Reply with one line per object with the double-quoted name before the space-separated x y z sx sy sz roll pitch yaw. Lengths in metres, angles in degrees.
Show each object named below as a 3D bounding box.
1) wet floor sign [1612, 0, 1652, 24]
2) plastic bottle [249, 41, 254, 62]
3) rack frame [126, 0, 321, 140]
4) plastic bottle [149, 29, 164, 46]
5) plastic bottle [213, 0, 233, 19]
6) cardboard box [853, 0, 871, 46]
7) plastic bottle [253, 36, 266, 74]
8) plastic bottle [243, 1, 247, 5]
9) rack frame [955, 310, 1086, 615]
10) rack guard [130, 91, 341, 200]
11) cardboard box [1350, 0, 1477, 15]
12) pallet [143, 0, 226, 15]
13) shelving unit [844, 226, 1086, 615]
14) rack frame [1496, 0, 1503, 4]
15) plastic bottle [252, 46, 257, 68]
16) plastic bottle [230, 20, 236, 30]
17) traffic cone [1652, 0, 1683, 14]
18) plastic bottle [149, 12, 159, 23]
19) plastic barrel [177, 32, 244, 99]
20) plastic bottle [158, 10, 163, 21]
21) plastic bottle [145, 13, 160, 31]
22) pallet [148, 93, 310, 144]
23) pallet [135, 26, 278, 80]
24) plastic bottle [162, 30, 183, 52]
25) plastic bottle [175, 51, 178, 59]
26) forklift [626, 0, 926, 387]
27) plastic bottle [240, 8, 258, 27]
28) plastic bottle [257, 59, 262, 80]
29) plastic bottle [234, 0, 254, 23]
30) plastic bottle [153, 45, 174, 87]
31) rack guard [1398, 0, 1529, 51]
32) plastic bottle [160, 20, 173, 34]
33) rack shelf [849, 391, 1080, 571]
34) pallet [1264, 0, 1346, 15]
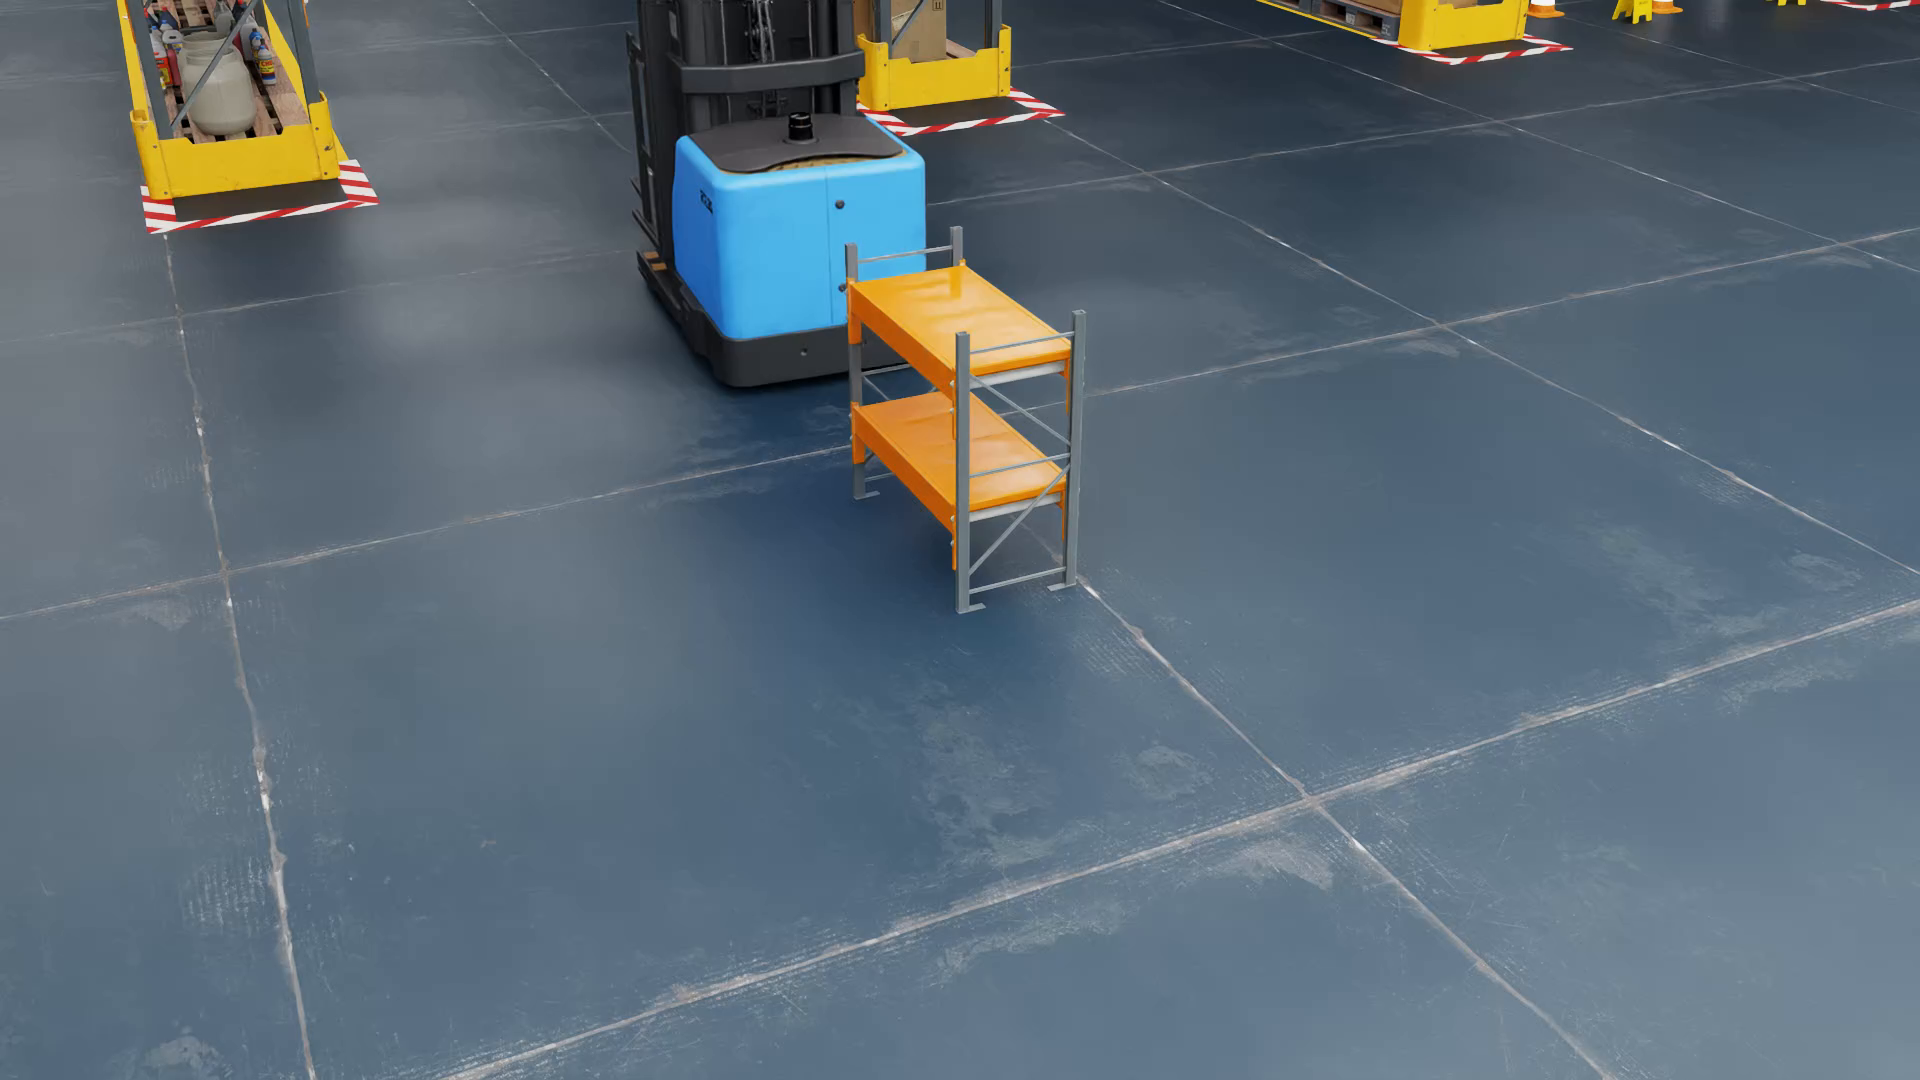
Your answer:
"wet floor sign" 6.166 -5.058 15.110 0.267 0.644 0.232 -19 35 -30
"plastic bottle" -5.449 -3.813 12.894 0.097 0.201 0.097 0 29 0
"rack frame" -4.631 -3.645 10.184 1.000 3.000 0.127 -13 32 -22
"plastic bottle" -6.033 -3.652 12.454 0.144 0.351 0.185 -12 31 -20
"plastic bottle" -5.941 -4.194 13.422 0.144 0.351 0.185 -13 32 -22
"cardboard box" -0.698 -4.314 13.503 0.500 0.500 0.500 -5 30 -9
"plastic bottle" -5.275 -3.665 12.558 0.097 0.271 0.097 0 29 0
"plastic bottle" -5.844 -4.276 13.636 0.061 0.283 0.133 -11 31 -20
"rack frame" 0.215 -0.269 6.080 0.500 1.125 0.032 -13 32 -22
"rack guard" -4.706 -2.579 10.837 1.175 0.500 0.348 -13 32 -22
"cardboard box" 4.015 -5.224 14.742 0.875 0.875 0.875 -13 32 -22
"pallet" -7.248 -5.074 15.583 1.003 0.211 1.213 -13 32 -22
"shelving unit" -0.003 -0.494 6.480 0.538 1.125 1.048 -13 32 -22
"rack frame" 4.366 -5.682 13.816 1.000 3.000 0.127 -13 32 -22
"plastic bottle" -5.360 -3.722 12.732 0.097 0.201 0.097 0 29 0
"plastic bottle" -5.672 -3.935 13.028 0.061 0.283 0.133 -13 32 -22
"traffic cone" 6.587 -5.195 15.542 0.336 0.463 0.334 -13 32 -22
"plastic bottle" -6.444 -4.046 13.234 0.152 0.276 0.135 -12 31 -20
"plastic barrel" -5.198 -3.239 11.574 0.421 0.512 0.421 0 29 0
"plastic bottle" -6.348 -4.072 13.272 0.061 0.283 0.133 -13 32 -22
"plastic bottle" -6.295 -3.922 12.935 0.144 0.351 0.185 -15 32 -24
"pallet" -5.050 -2.813 11.550 1.003 0.211 1.213 -13 32 -22
"pallet" -6.097 -3.890 13.472 1.003 0.211 1.213 -13 32 -22
"plastic bottle" -5.990 -3.743 12.694 0.152 0.276 0.135 -13 32 -22
"plastic bottle" -5.854 -3.549 12.423 0.097 0.201 0.097 0 29 0
"forklift" -1.164 -2.708 8.583 1.130 2.935 3.031 -11 31 -19
"plastic bottle" -5.590 -3.997 13.070 0.144 0.351 0.185 -13 32 -22
"plastic bottle" -5.172 -3.529 12.387 0.097 0.201 0.097 0 29 0
"plastic bottle" -5.729 -4.140 13.324 0.144 0.351 0.185 -15 32 -24
"plastic bottle" -5.899 -3.485 12.234 0.152 0.276 0.135 -13 32 -22
"rack guard" 4.376 -4.581 14.408 1.175 0.500 0.348 -13 32 -22
"plastic bottle" -6.205 -3.932 13.034 0.097 0.271 0.097 0 29 0
"rack shelf" -0.003 -0.280 6.600 0.538 0.278 1.000 -13 32 -22
"pallet" 3.432 -5.341 16.058 1.003 0.211 1.213 -13 32 -22
